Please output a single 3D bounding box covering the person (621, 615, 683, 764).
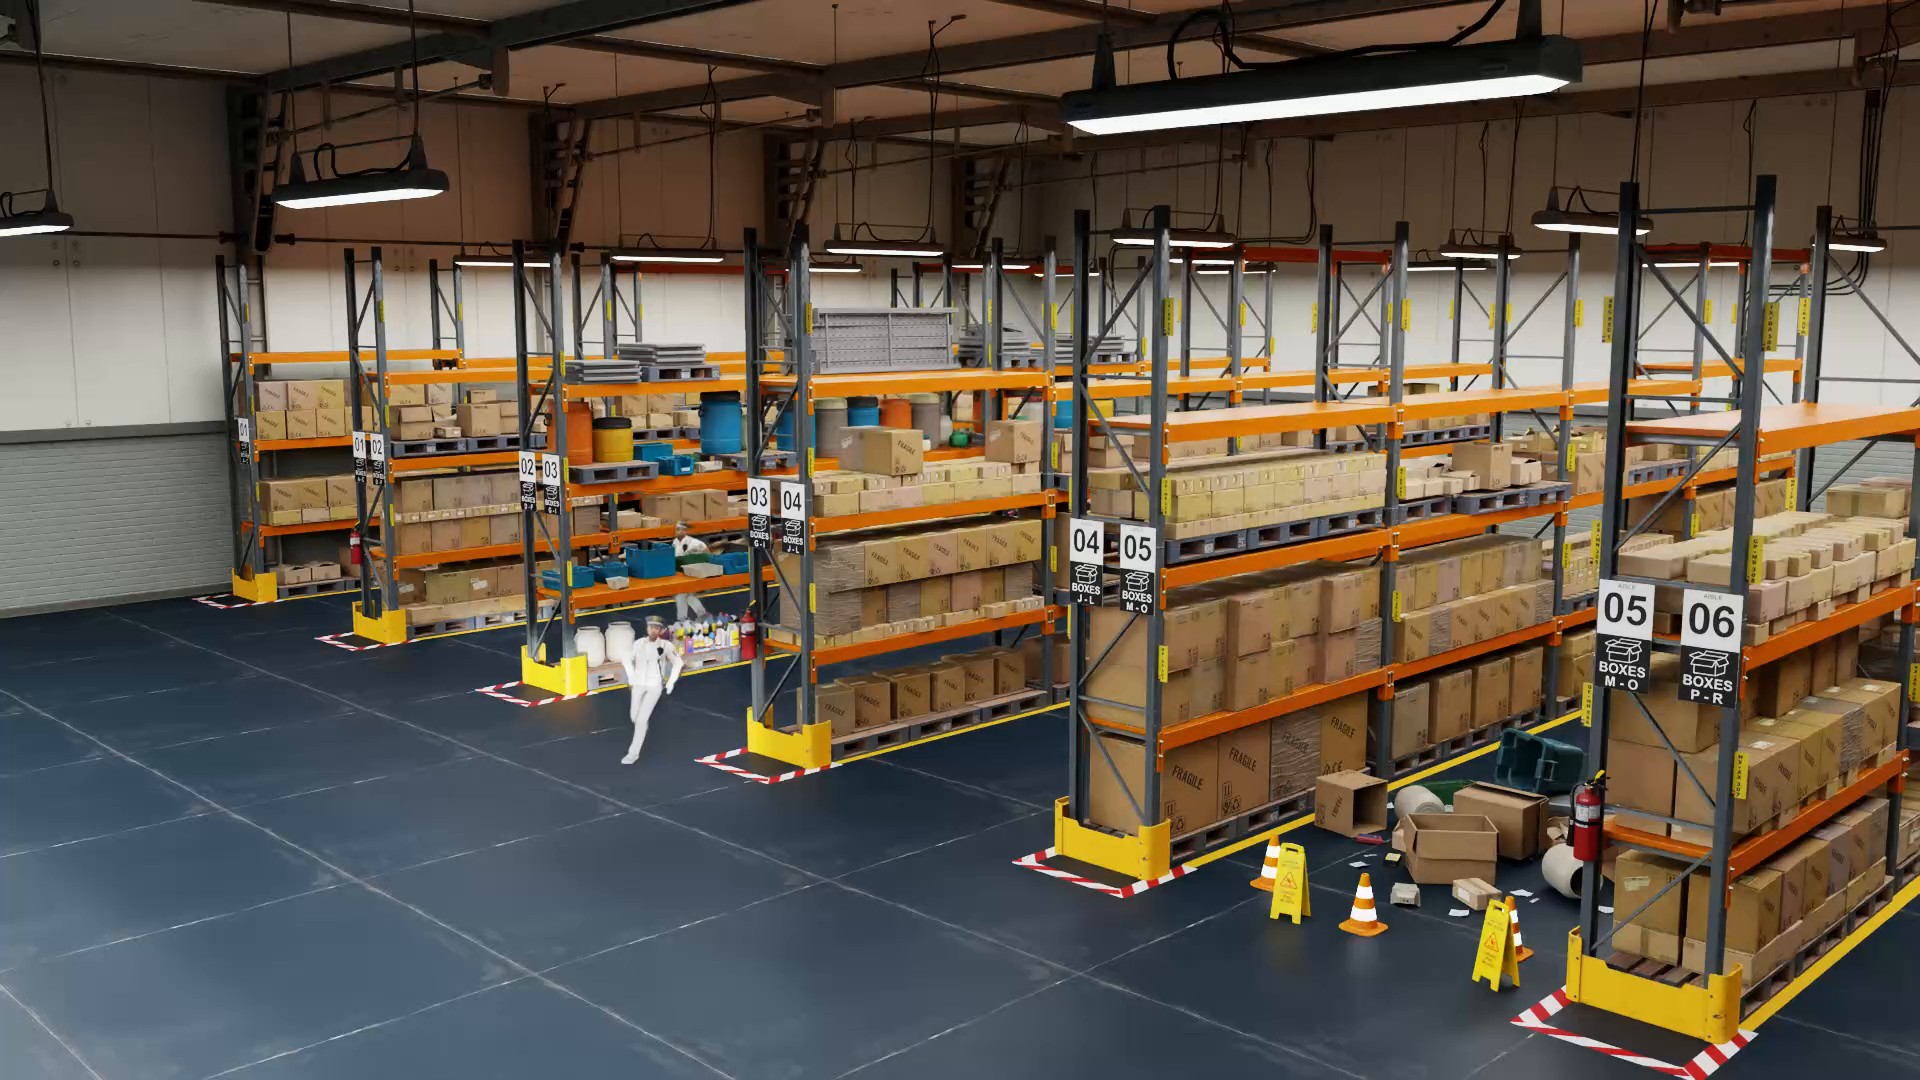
[{"bbox_3d":[-3.532,1.665,19.001,0.676,1.647,0.852,1,8,6],"label":"person"}]

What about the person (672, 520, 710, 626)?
[{"bbox_3d":[-4.271,0.591,26.208,0.670,1.848,0.925,7,11,43],"label":"person"}]
